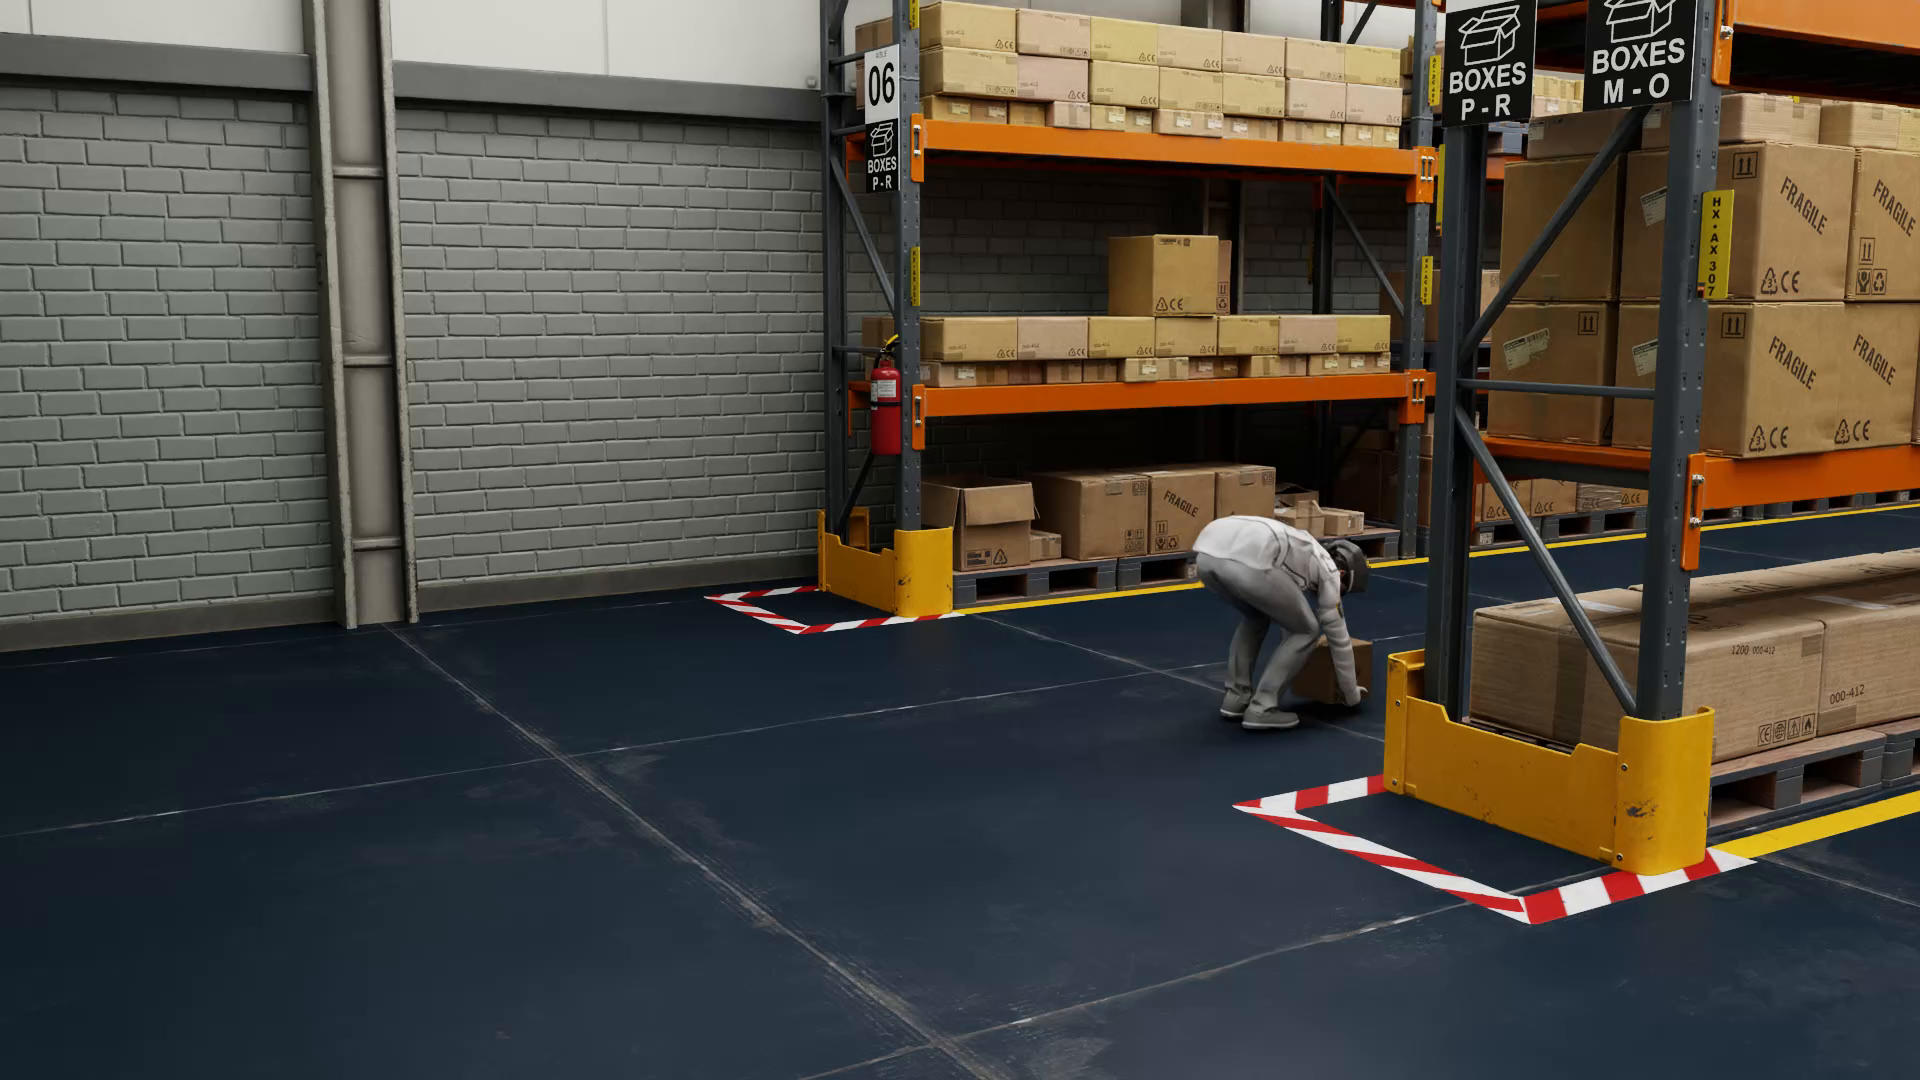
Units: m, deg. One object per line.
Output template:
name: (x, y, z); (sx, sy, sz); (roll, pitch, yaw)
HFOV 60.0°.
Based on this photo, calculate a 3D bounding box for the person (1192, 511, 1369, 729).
person: (1.398, 0.331, 7.201); (0.880, 0.903, 0.445); (-6, 10, -34)
